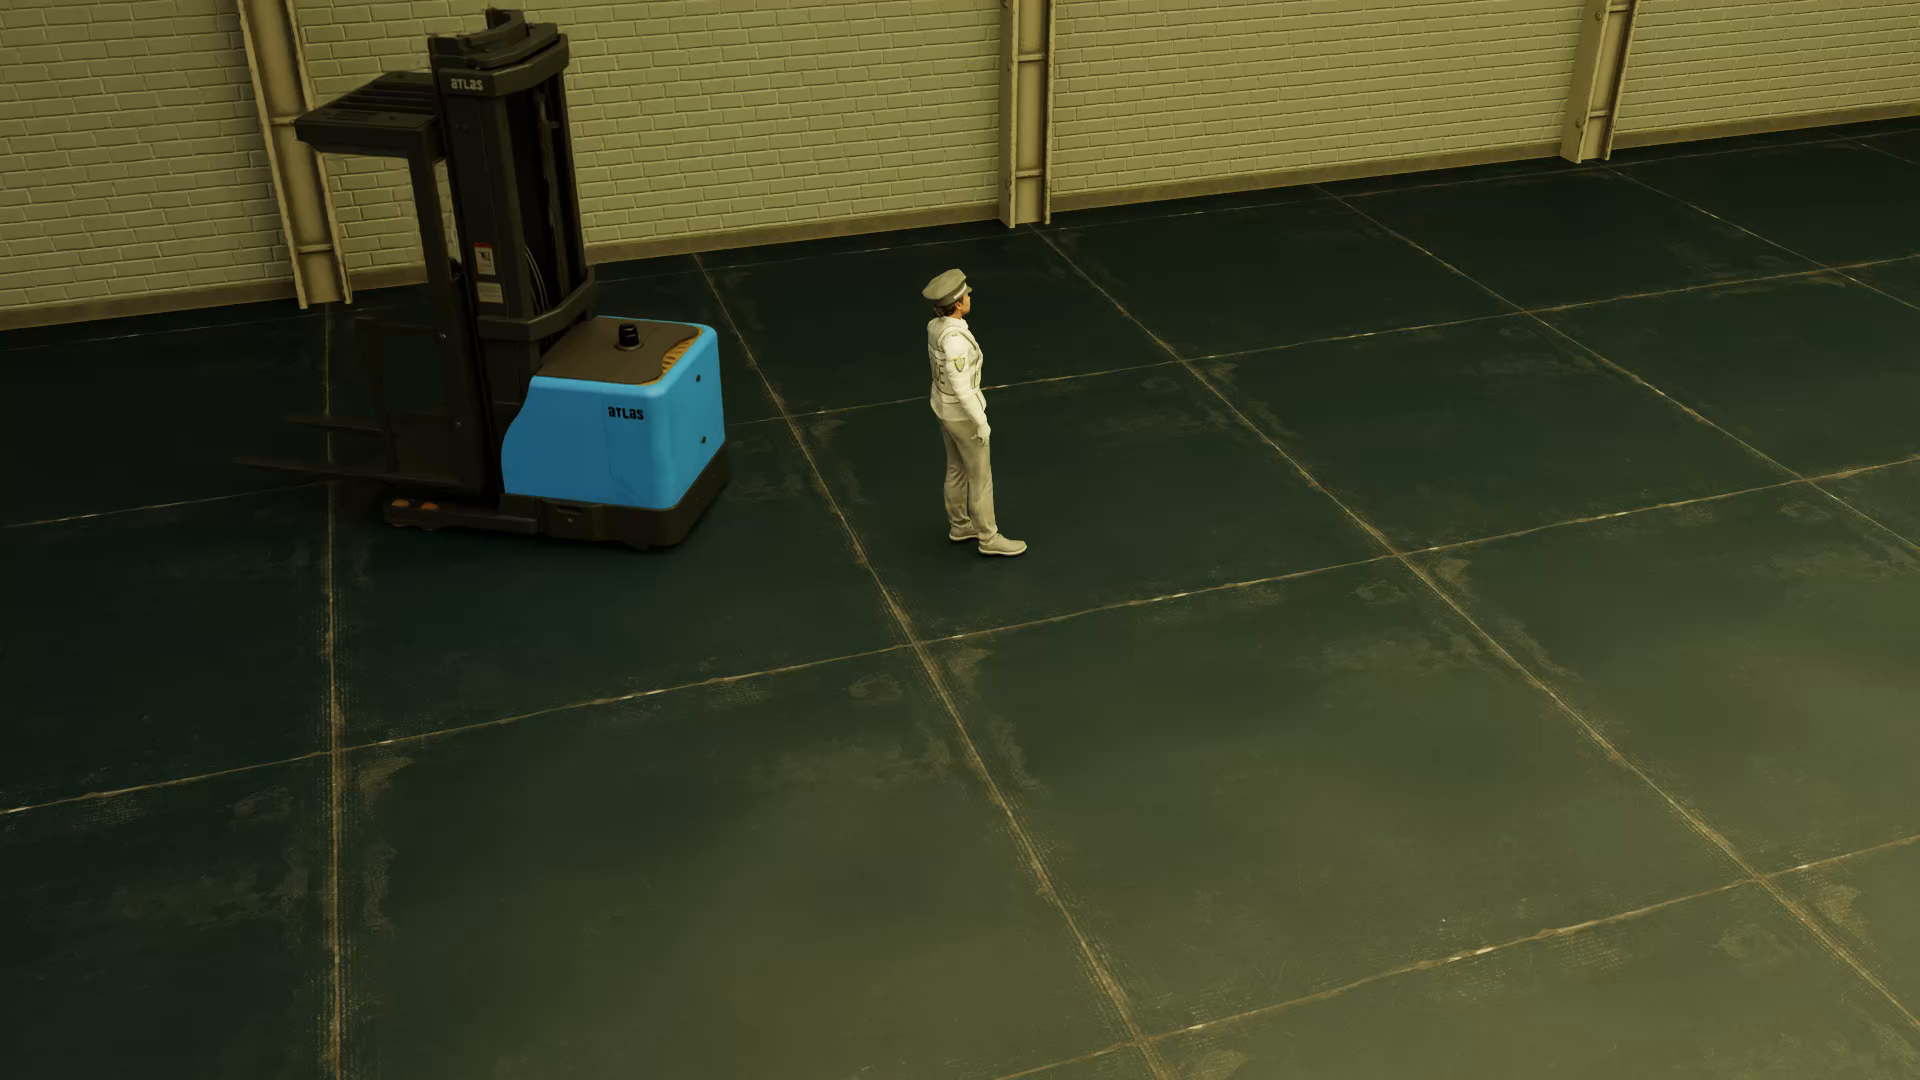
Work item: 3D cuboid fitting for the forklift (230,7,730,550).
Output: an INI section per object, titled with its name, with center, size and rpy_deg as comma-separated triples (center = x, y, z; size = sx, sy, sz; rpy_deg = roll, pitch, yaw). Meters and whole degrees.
[forklift]
center = -3.040, -1.577, 9.828
size = 3.031, 2.935, 1.130
rpy_deg = 6, 30, 11

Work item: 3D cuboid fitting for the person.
[person]
center = 0.068, -0.748, 9.613
size = 0.529, 1.694, 0.587
rpy_deg = -10, 31, -16
